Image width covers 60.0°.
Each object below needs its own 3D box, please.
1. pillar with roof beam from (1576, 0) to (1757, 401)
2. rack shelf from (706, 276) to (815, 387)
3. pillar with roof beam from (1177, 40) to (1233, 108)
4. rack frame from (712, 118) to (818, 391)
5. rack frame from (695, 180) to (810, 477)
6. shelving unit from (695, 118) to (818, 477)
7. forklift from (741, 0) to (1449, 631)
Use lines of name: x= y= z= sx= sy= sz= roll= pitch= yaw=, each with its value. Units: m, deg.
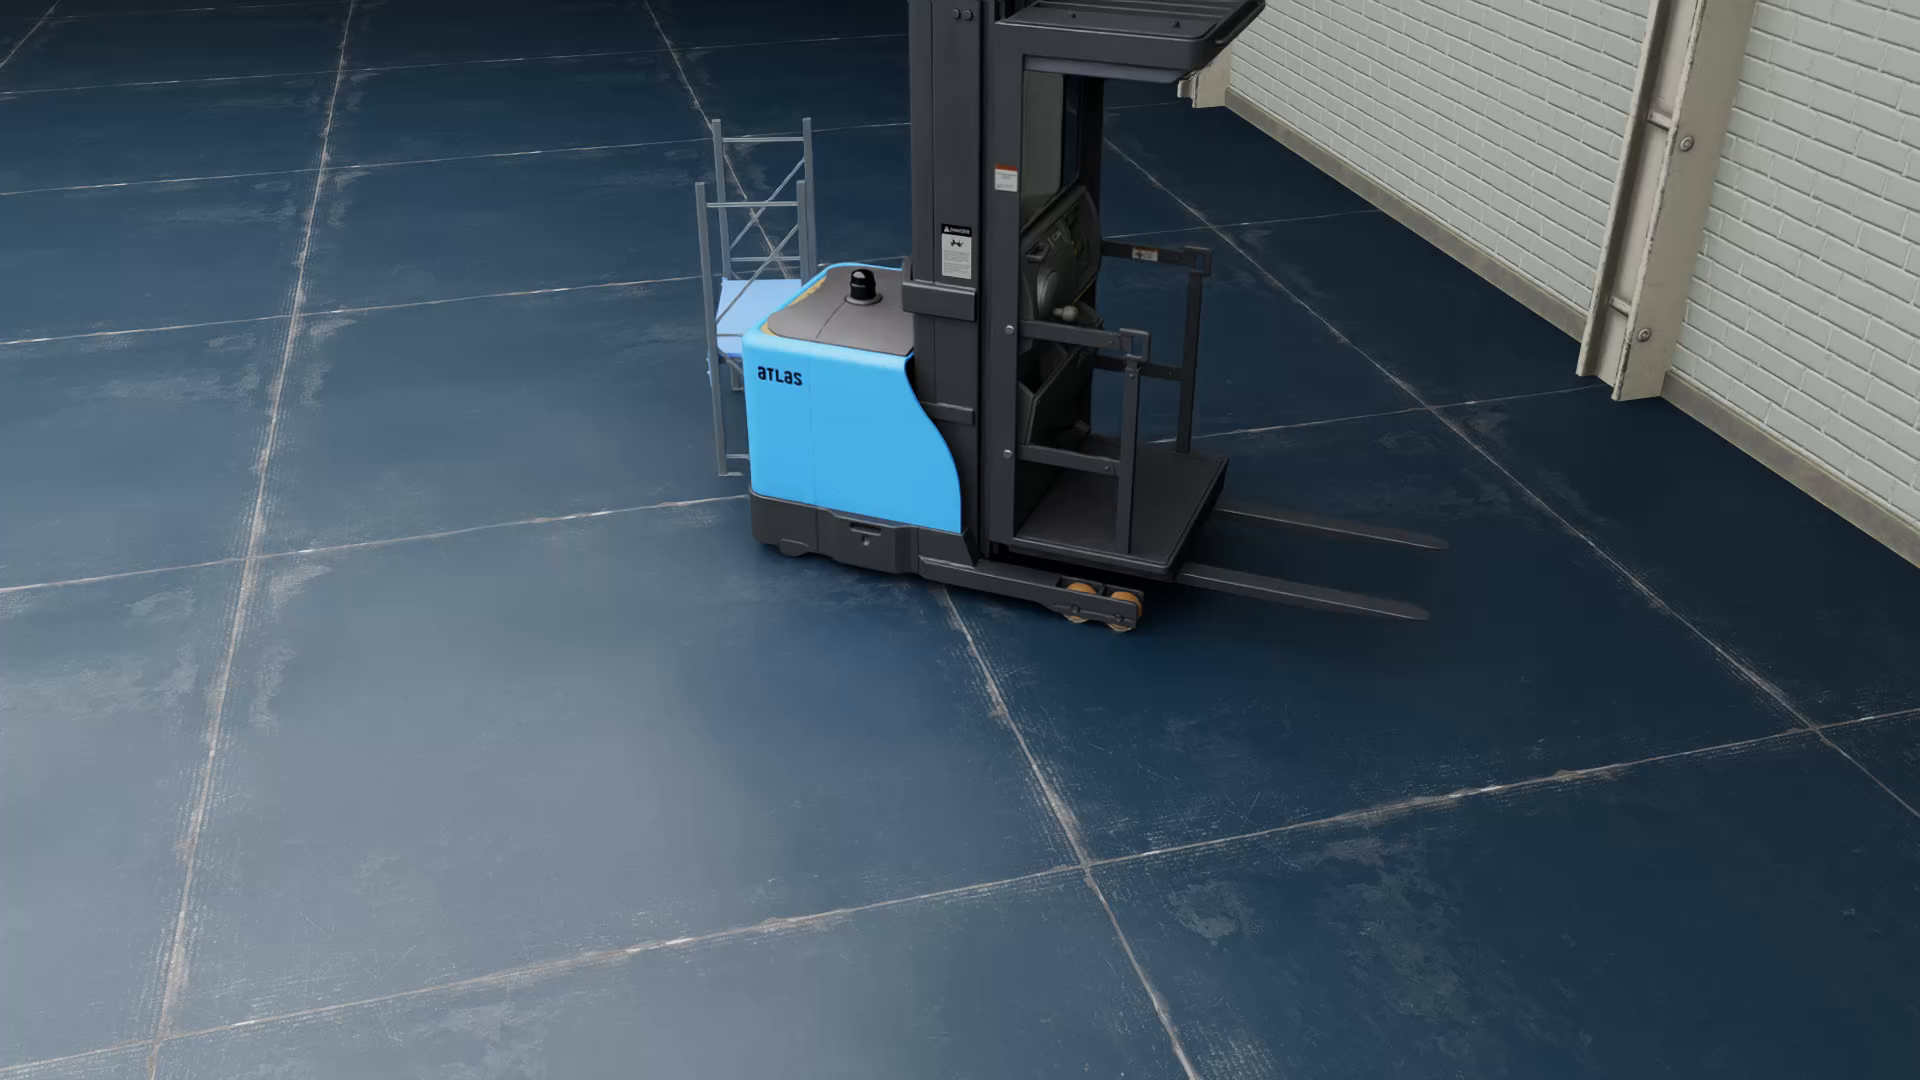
pillar with roof beam: x=-0.479 y=-4.193 z=6.011 sx=9.100 sy=9.000 sz=0.400 roll=-8 pitch=31 yaw=-13
rack shelf: x=-0.980 y=-1.077 z=8.472 sx=0.538 sy=0.185 sz=1.000 roll=-2 pitch=30 yaw=-3
pillar with roof beam: x=-2.071 y=-7.091 z=11.018 sx=9.100 sy=9.000 sz=0.400 roll=-8 pitch=31 yaw=-13
rack frame: x=-1.007 y=-1.487 z=8.822 sx=0.500 sy=1.500 sz=0.032 roll=-2 pitch=30 yaw=-3
rack frame: x=-0.953 y=-0.978 z=7.943 sx=0.500 sy=1.500 sz=0.032 roll=-2 pitch=30 yaw=-3
shelving unit: x=-0.980 y=-1.233 z=8.382 sx=0.538 sy=1.500 sz=1.048 roll=-2 pitch=30 yaw=-3
forklift: x=0.610 y=-1.182 z=6.867 sx=3.031 sy=2.935 sz=1.130 roll=11 pitch=32 yaw=18
